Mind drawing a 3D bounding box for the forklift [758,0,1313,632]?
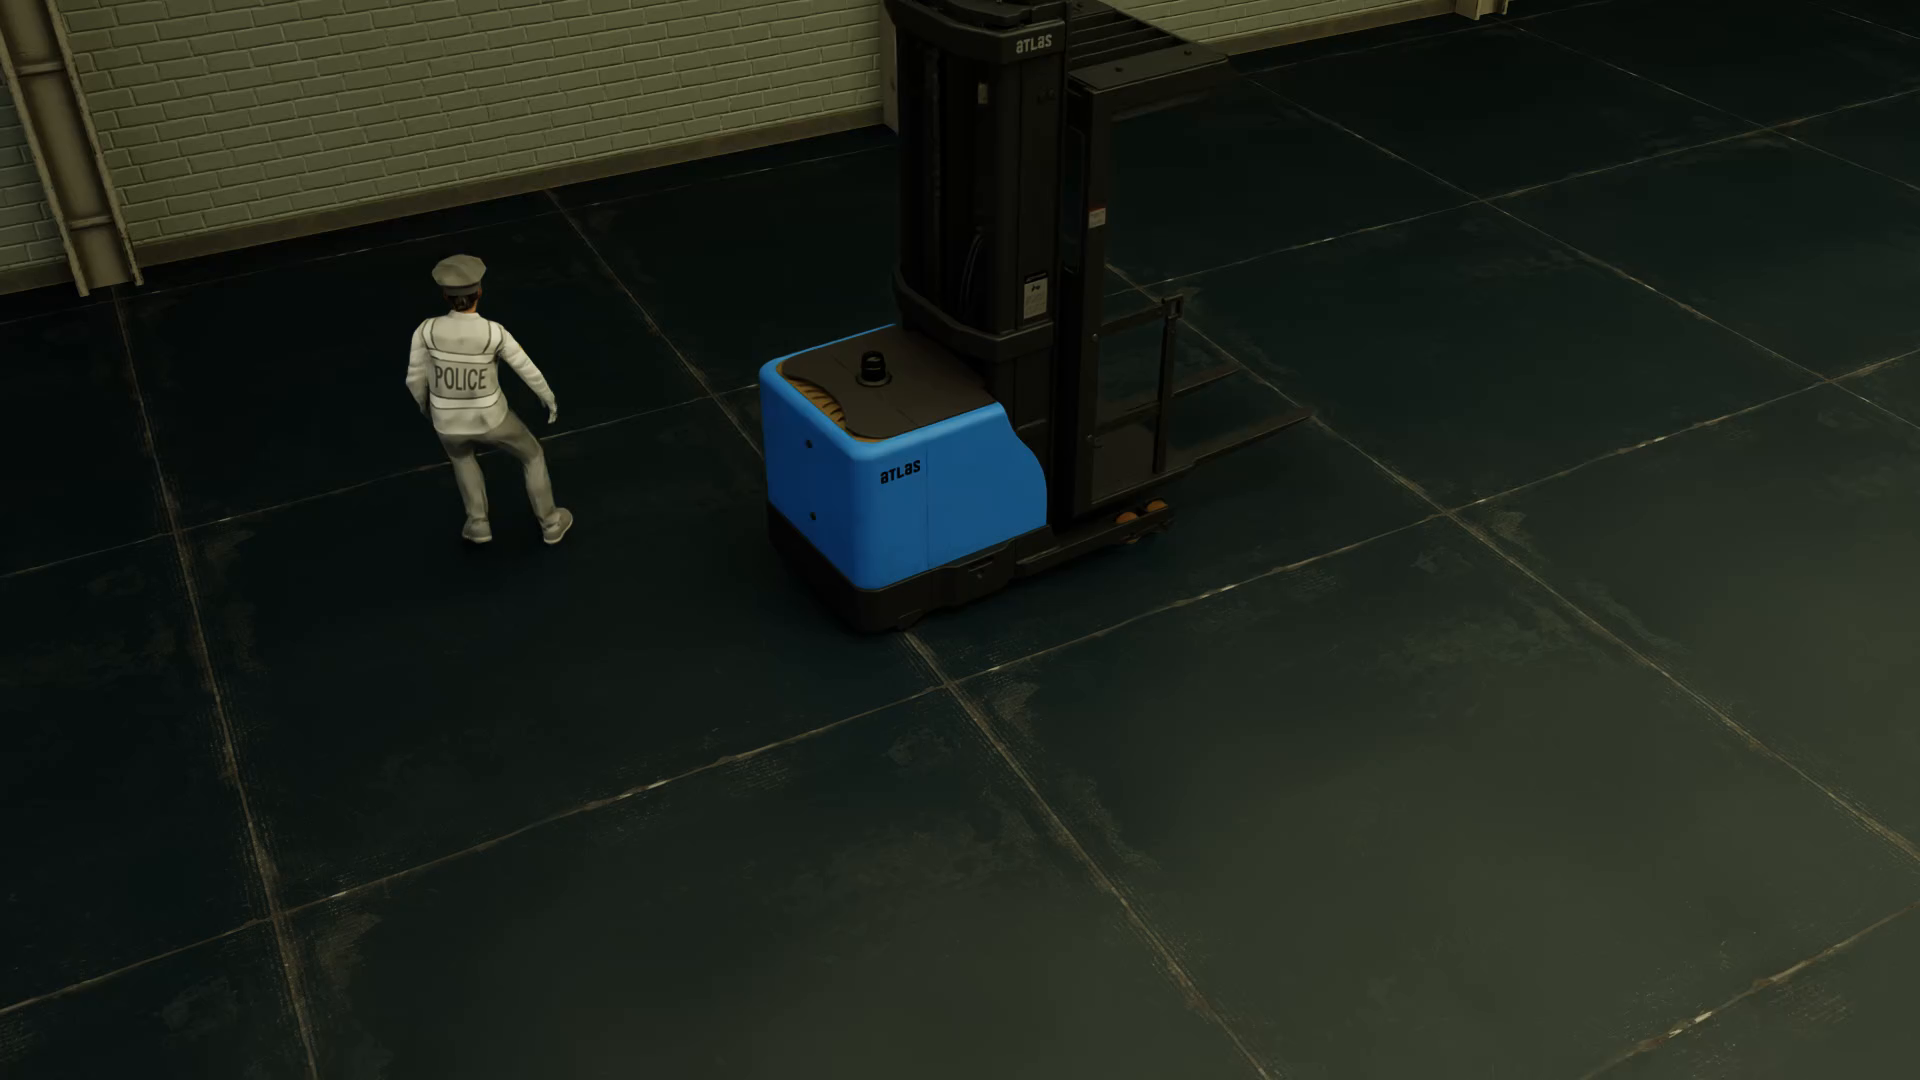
[{"bbox_3d":[0.525,-1.408,8.115,3.031,2.935,1.130,-21,40,-27],"label":"forklift"}]

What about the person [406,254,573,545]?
[{"bbox_3d":[-2.338,-0.646,8.192,0.664,1.587,0.429,-4,35,-6],"label":"person"}]
